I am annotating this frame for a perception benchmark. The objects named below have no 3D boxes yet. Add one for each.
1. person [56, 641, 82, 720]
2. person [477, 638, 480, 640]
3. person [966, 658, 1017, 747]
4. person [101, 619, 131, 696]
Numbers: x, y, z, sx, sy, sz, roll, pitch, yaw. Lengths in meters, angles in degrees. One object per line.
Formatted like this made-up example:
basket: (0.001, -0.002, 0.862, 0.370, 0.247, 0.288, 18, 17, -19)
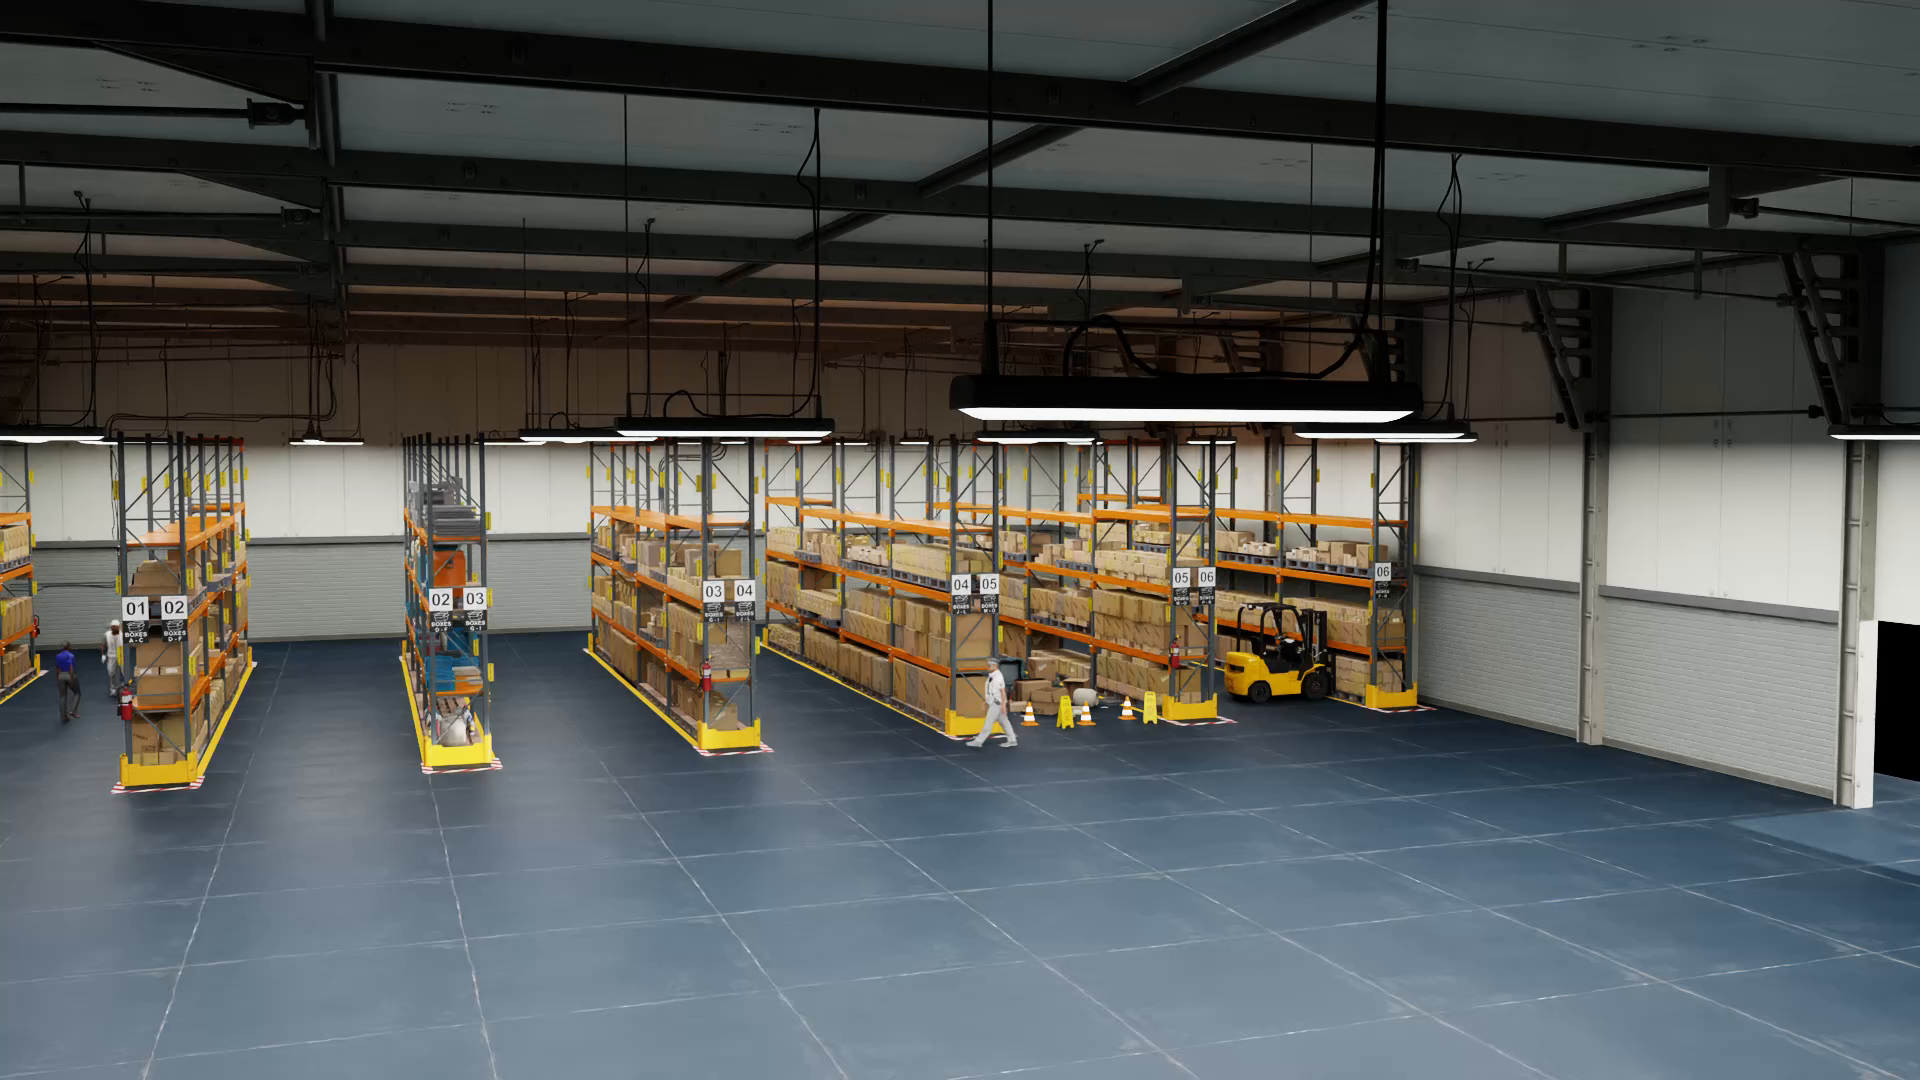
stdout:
person: (-18.795, 2.995, 34.988, 0.471, 1.587, 0.518, 0, 3, -8)
person: (-14.534, 2.102, 49.310, 0.758, 1.755, 0.549, 1, 3, 18)
person: (0.586, 3.091, 31.582, 1.005, 1.710, 0.561, 0, 3, -4)
person: (-19.604, 2.709, 38.639, 0.640, 1.761, 0.702, -1, 3, -24)
